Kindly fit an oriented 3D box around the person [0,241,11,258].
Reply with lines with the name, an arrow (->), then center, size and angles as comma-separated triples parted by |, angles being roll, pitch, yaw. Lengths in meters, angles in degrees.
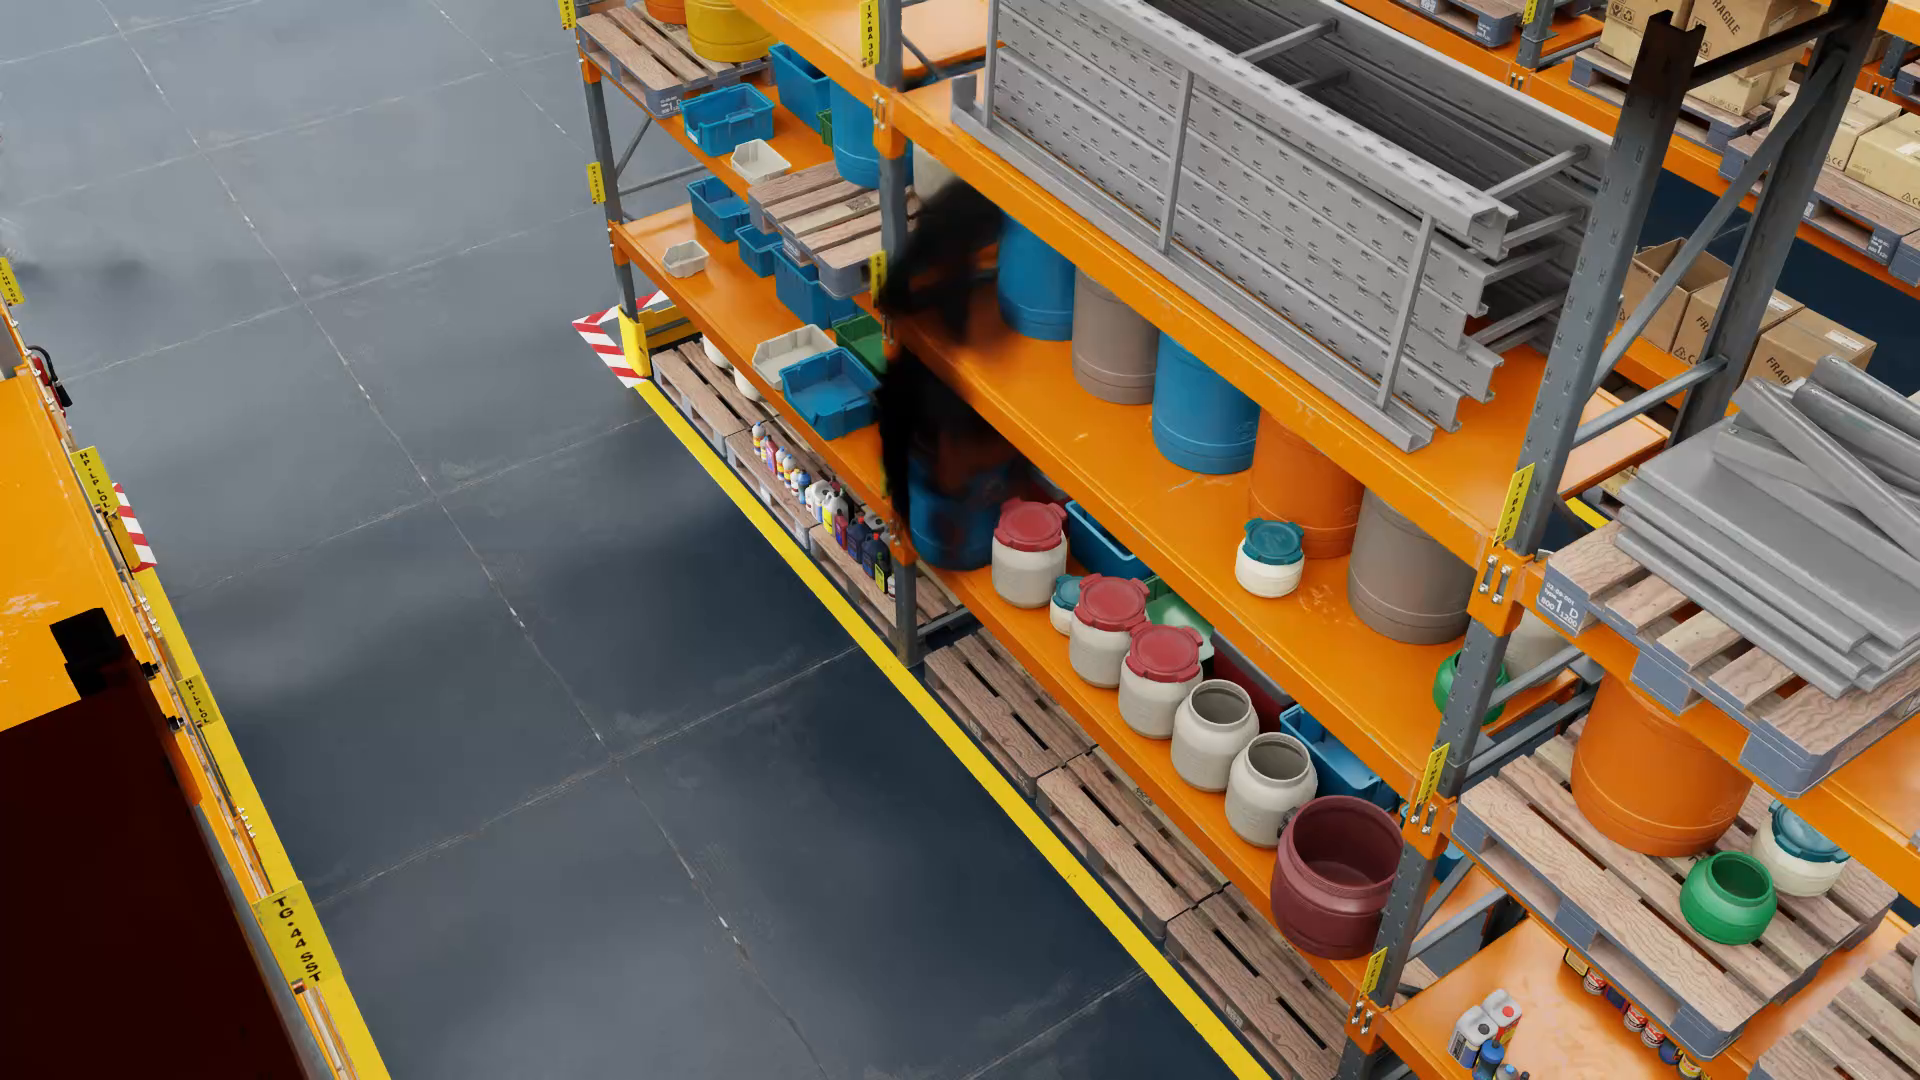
person -> -8.517, -2.969, 13.716 | 0.853, 1.725, 0.566 | -2, 43, -3
